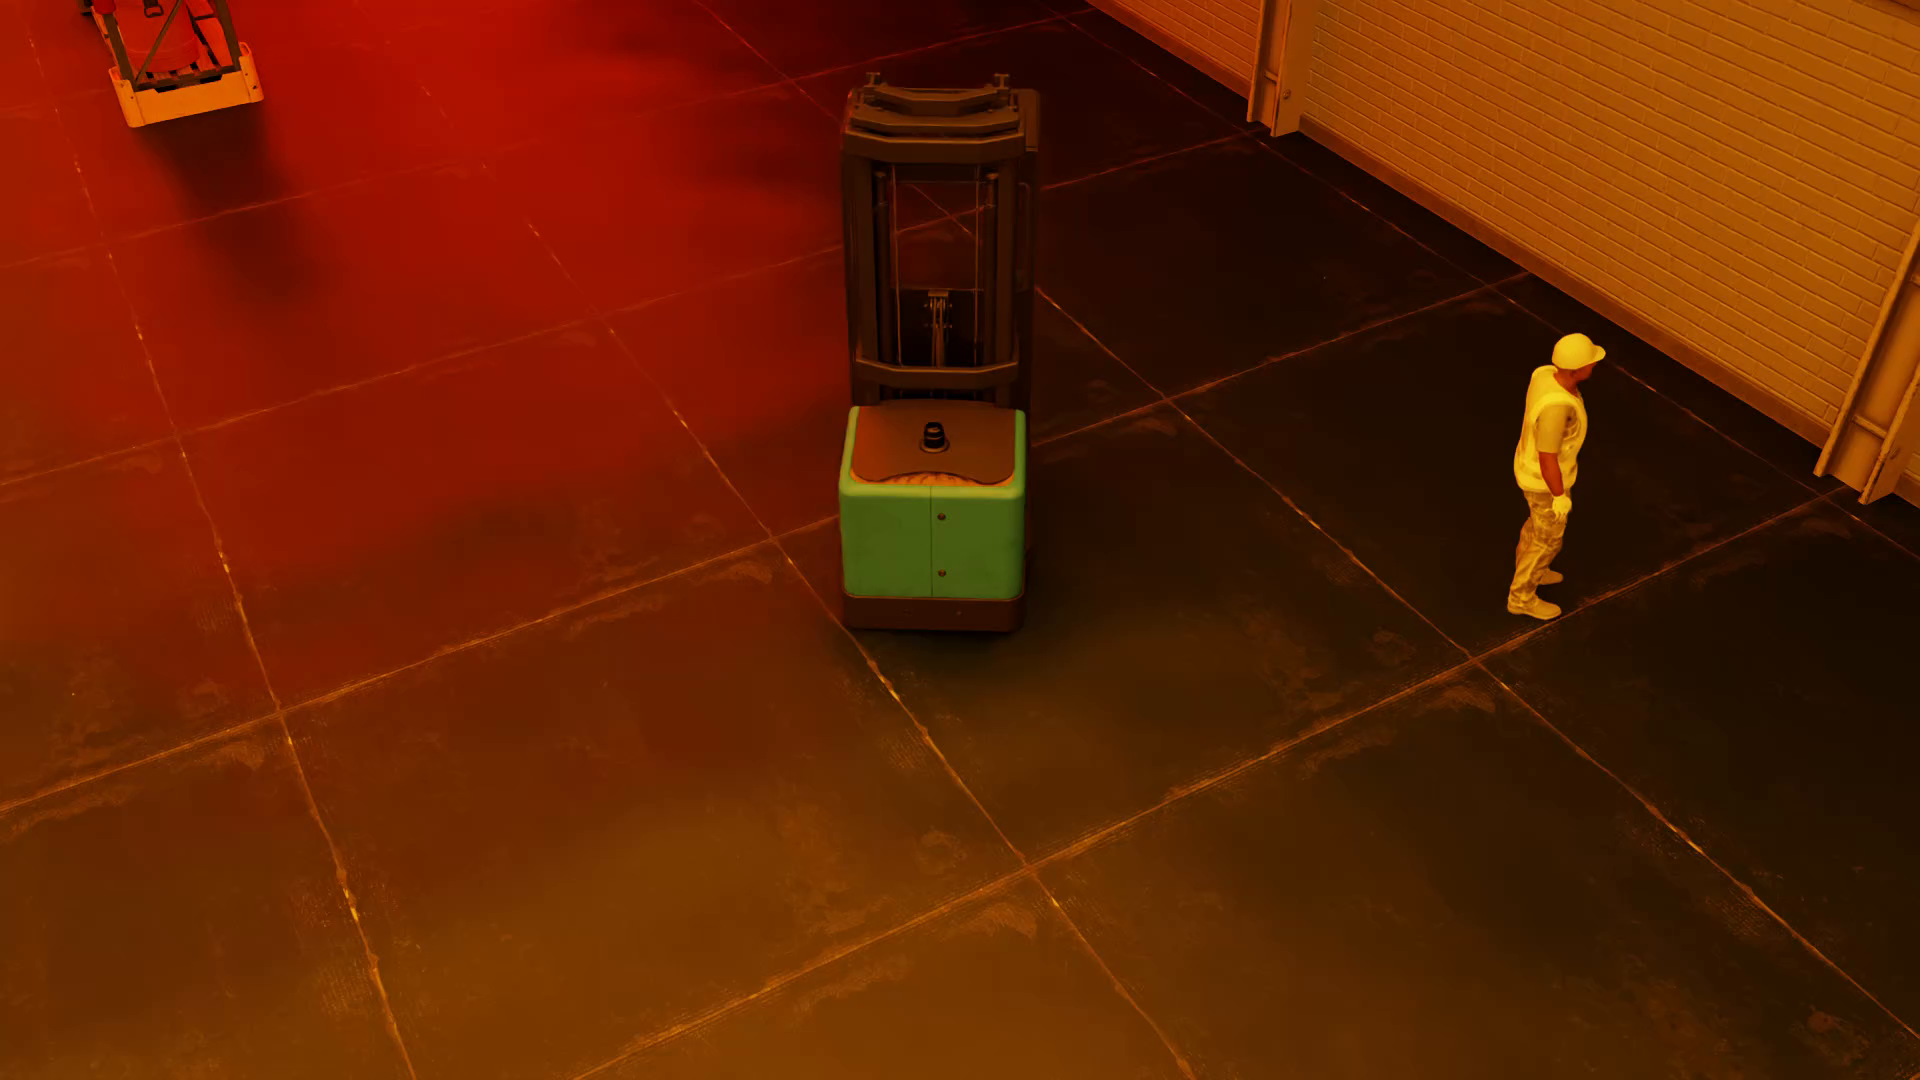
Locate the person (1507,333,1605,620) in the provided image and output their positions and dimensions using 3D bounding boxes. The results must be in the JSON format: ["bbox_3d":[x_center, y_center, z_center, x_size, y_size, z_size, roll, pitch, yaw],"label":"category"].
[{"bbox_3d":[3.367,-0.364,9.390,0.501,1.801,0.649,7,40,8],"label":"person"}]

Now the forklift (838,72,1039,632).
[{"bbox_3d":[-0.106,-1.519,9.868,1.130,2.935,3.031,1,40,2],"label":"forklift"}]
